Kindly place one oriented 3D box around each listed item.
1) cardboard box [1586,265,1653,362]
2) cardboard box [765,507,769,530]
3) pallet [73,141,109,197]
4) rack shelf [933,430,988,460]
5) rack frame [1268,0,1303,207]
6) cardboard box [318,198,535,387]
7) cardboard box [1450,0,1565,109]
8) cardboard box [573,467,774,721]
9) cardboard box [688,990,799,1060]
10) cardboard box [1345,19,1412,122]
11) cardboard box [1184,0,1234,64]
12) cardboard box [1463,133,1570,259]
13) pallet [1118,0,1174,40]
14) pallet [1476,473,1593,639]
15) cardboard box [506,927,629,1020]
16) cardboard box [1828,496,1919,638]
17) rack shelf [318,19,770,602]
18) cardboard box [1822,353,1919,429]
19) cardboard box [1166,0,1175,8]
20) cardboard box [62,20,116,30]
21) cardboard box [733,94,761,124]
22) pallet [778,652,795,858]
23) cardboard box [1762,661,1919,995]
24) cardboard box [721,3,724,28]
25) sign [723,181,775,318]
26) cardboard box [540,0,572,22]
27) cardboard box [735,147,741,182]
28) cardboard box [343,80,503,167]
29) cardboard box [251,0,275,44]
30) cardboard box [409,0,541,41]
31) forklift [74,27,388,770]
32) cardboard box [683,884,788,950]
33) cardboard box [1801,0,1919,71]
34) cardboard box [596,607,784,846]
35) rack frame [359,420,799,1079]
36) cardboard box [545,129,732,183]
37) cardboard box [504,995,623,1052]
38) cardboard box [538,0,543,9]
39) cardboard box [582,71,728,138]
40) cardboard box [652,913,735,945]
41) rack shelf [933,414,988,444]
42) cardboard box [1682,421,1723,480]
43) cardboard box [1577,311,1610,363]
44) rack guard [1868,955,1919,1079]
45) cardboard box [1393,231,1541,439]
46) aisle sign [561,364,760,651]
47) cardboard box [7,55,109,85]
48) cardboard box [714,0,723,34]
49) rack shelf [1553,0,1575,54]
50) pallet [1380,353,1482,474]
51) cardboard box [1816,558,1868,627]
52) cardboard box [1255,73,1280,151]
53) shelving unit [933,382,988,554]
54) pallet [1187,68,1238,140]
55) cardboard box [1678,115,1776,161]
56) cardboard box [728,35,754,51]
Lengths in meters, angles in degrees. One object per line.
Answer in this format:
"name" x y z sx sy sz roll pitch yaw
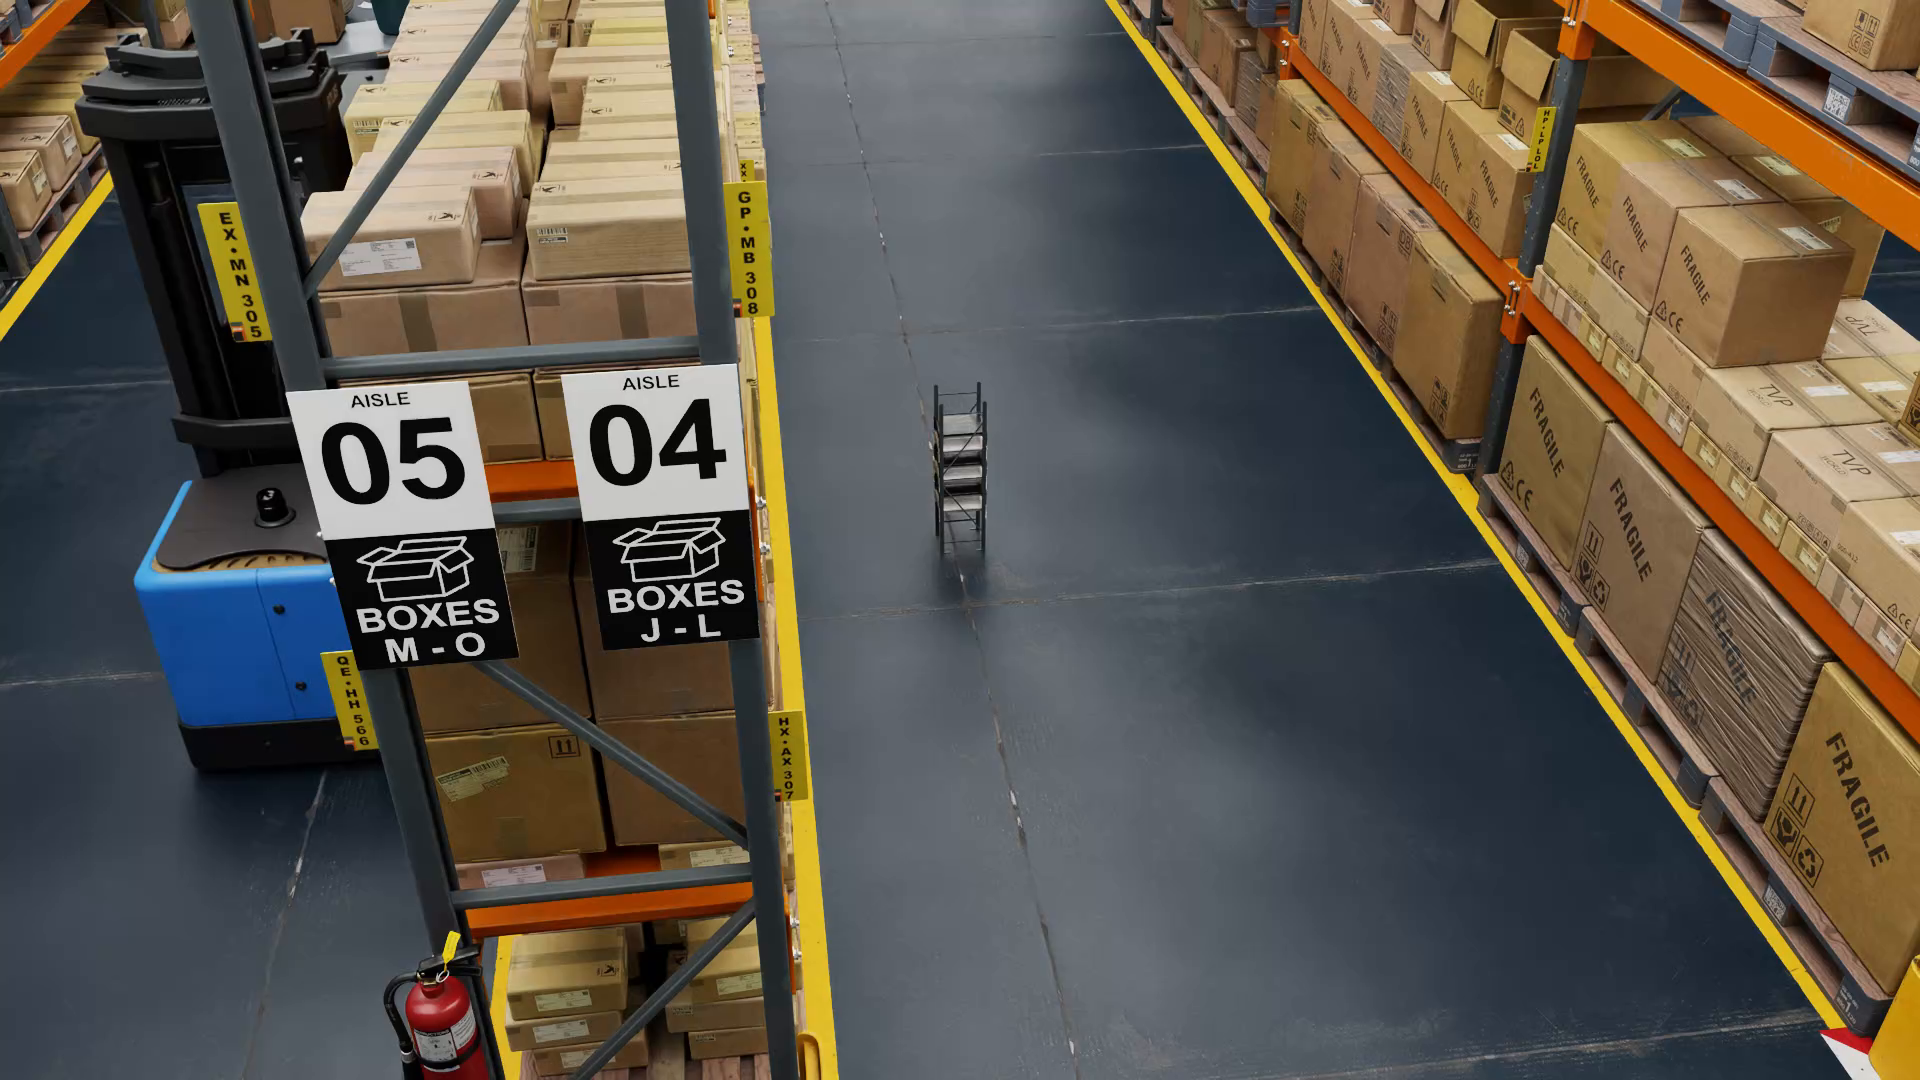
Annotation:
"cardboard box" 3.244 -1.057 7.636 0.500 0.250 0.500 -5 35 -7
"cardboard box" -1.160 -0.039 8.432 0.380 0.149 0.250 -4 34 -6
"pallet" -7.244 -3.001 13.095 1.003 0.211 1.213 -4 35 -6
"rack shelf" 0.001 -0.489 8.536 0.258 0.077 0.200 -4 35 -6
"rack frame" 2.840 -3.788 11.774 1.000 3.000 0.127 -4 35 -6
"cardboard box" -1.326 -0.627 4.160 0.500 0.250 0.500 -5 35 -8
"cardboard box" 3.203 -2.752 9.273 0.797 0.503 0.637 -4 34 -6
"cardboard box" -0.810 0.147 4.758 0.500 0.500 0.500 -5 35 -7
"cardboard box" -0.766 1.683 5.904 0.380 0.149 0.250 -4 34 -5
"cardboard box" 2.780 -2.965 10.477 0.500 0.500 0.500 -5 35 -7
"cardboard box" 2.409 -4.558 14.732 0.700 0.500 0.500 -5 35 -7
"cardboard box" 3.045 -1.838 8.823 0.500 0.500 0.500 -4 35 -6
"pallet" 2.177 -5.240 16.381 1.003 0.211 1.213 -4 35 -6
"pallet" 3.403 0.026 8.653 1.003 0.211 1.213 -4 35 -6
"cardboard box" -1.335 1.478 5.677 0.380 0.149 0.250 -4 34 -6
"cardboard box" 3.520 0.081 5.965 0.500 0.250 0.500 -5 35 -7
"rack shelf" -1.281 -1.063 5.750 1.077 0.370 4.000 -4 35 -6
"cardboard box" 3.903 -0.534 6.868 0.500 0.250 0.500 -5 35 -7
"cardboard box" 2.288 -5.387 15.967 0.500 0.500 0.500 -5 35 -8
"cardboard box" -7.864 -4.617 15.058 0.500 0.250 0.500 -3 34 -4
"cardboard box" -1.254 -2.245 8.831 0.380 0.149 0.250 -5 35 -7
"pallet" -1.258 0.970 7.268 1.003 0.211 1.213 -4 35 -6
"cardboard box" 3.751 1.029 6.219 0.875 0.875 0.875 -4 35 -6
"cardboard box" -1.161 -1.882 6.446 0.500 0.250 0.500 -4 35 -7
"sign" -0.475 -0.647 3.724 0.100 0.325 0.005 -4 35 -6
"cardboard box" -1.607 -1.774 5.844 0.500 0.250 0.500 -4 34 -6
"cardboard box" -1.144 -1.285 6.859 0.500 0.500 0.500 -5 35 -8
"cardboard box" -1.462 -1.144 4.566 0.380 0.149 0.250 -4 34 -6
"cardboard box" -6.313 -4.939 15.680 0.500 0.500 0.500 20 39 26
"cardboard box" -1.574 -1.723 5.415 0.380 0.149 0.250 -5 35 -8
"forklift" -3.023 -1.018 7.769 1.130 2.935 3.031 -3 34 -5
"cardboard box" -0.809 1.408 6.044 0.380 0.149 0.250 -5 35 -7
"cardboard box" 3.541 -2.017 5.961 0.700 0.500 0.500 -3 34 -4
"cardboard box" -0.799 0.559 5.041 0.500 0.500 0.500 -3 34 -4
"rack frame" -1.012 0.995 4.755 1.000 3.000 0.127 -4 35 -6
"cardboard box" -0.885 -0.945 4.627 0.500 0.250 0.500 -5 35 -7
"cardboard box" -1.366 1.604 5.756 0.380 0.149 0.250 -5 35 -8
"cardboard box" -1.622 -1.868 5.628 0.380 0.149 0.250 -3 34 -4
"cardboard box" -0.843 -1.188 4.630 0.380 0.149 0.250 -4 34 -6
"cardboard box" -0.902 1.291 5.951 0.380 0.149 0.250 -4 34 -6
"rack shelf" 0.001 -0.563 8.485 0.258 0.077 0.200 -4 35 -6
"cardboard box" 3.300 -0.392 7.014 0.380 0.149 0.250 -5 35 -8
"cardboard box" 3.160 -0.969 7.859 0.380 0.149 0.250 -3 34 -5
"rack guard" 3.919 1.722 5.908 1.175 0.500 0.348 -4 35 -6
"cardboard box" 3.272 -1.207 9.501 1.225 0.875 0.875 -4 35 -6
"aisle sign" -0.705 -0.061 3.996 0.394 0.787 0.004 -4 35 -6
"cardboard box" -7.345 -3.664 13.552 0.950 0.372 0.625 -2 34 -3
"cardboard box" -0.983 -1.772 5.488 0.380 0.149 0.250 -5 35 -7
"rack shelf" 3.109 -3.615 9.494 1.077 0.370 4.000 -4 35 -6
"pallet" 3.200 -0.829 9.907 1.003 0.211 1.213 -4 35 -6
"cardboard box" 3.440 0.181 6.173 0.380 0.149 0.250 -4 34 -6
"cardboard box" 2.730 -3.310 12.901 0.700 0.500 0.500 -6 35 -9
"shelving unit" 0.001 -0.367 8.619 0.258 0.900 0.210 -4 35 -6
"pallet" 2.576 -3.752 14.196 1.003 0.211 1.213 -4 35 -6
"cardboard box" 3.705 -1.691 7.899 0.500 0.500 0.500 -3 34 -5
"cardboard box" -1.396 -2.824 9.681 0.380 0.149 0.250 -3 34 -4
